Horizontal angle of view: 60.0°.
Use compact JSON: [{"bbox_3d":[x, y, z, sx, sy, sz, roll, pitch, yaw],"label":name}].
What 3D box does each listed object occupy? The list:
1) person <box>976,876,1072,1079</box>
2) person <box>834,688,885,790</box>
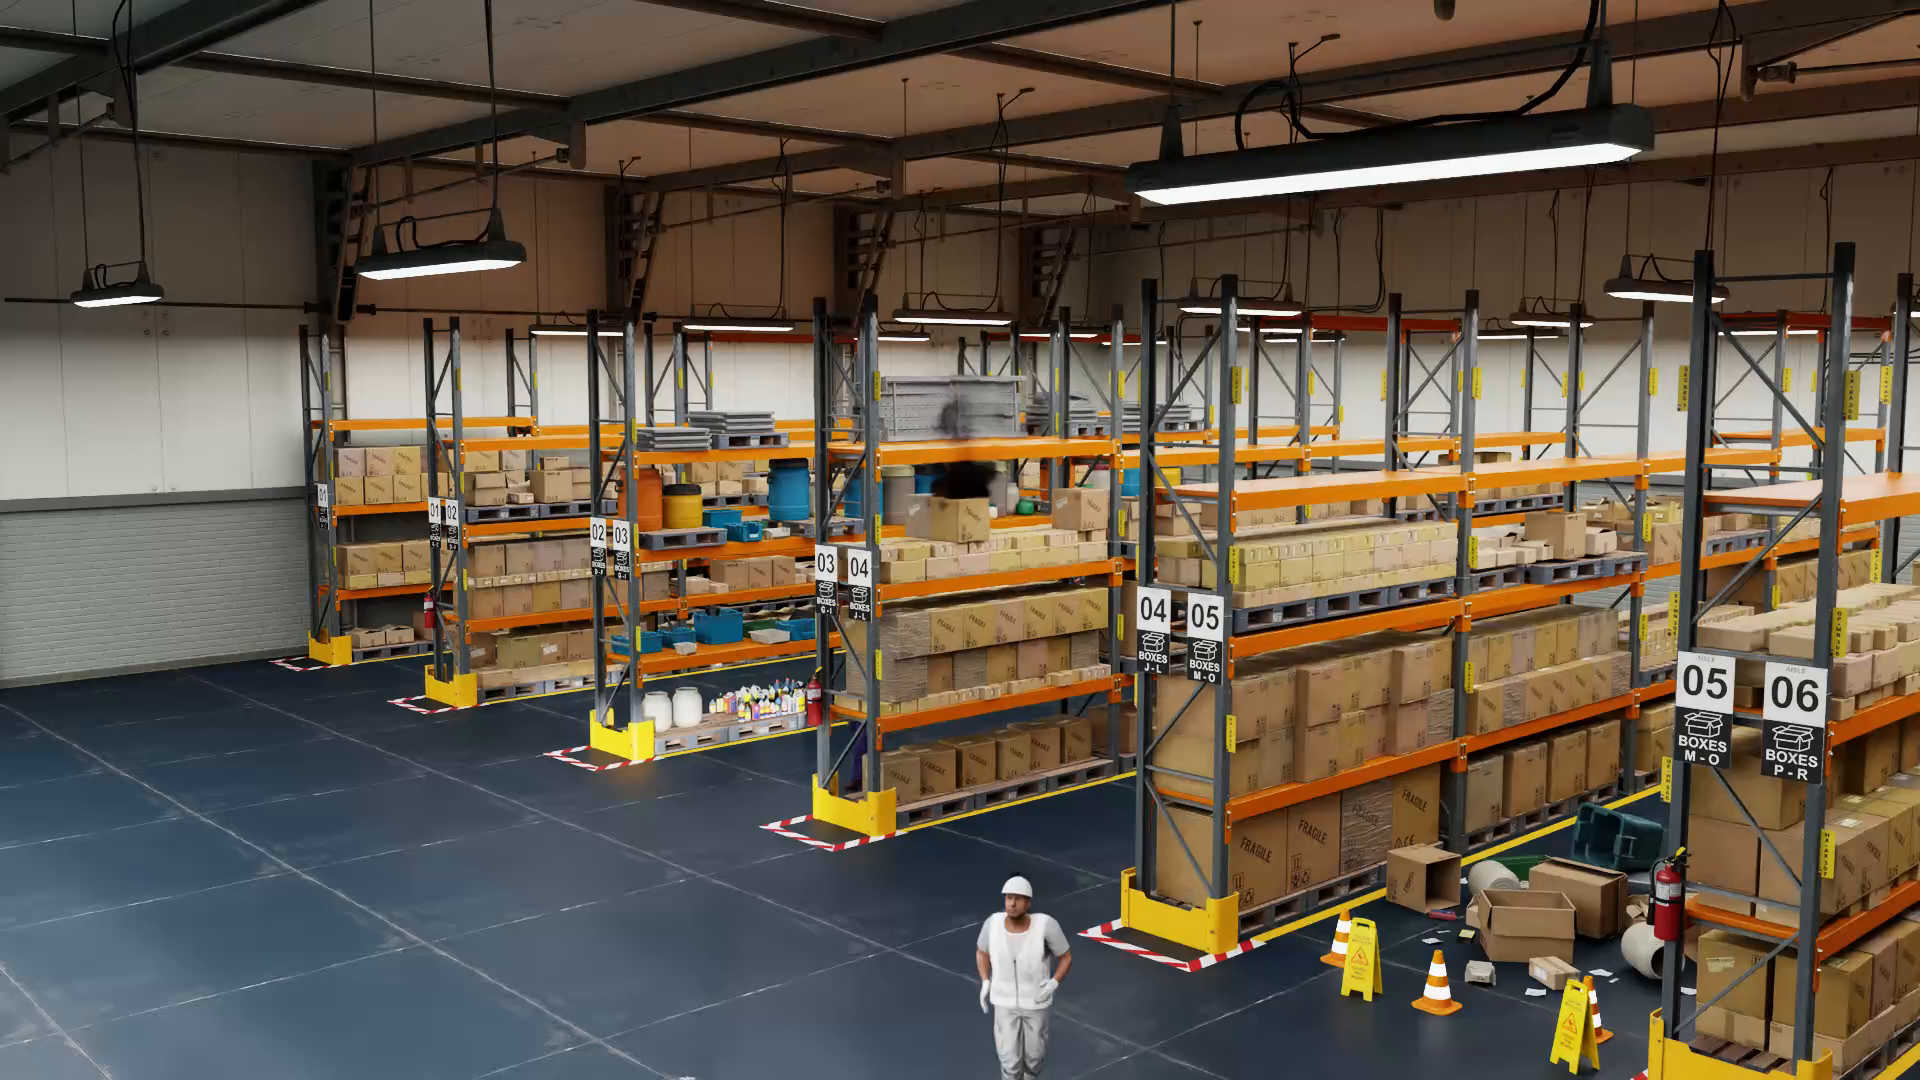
[{"bbox_3d":[0.425,3.156,11.363,0.674,1.768,0.749,1,6,10],"label":"person"},{"bbox_3d":[-1.180,2.256,20.884,0.592,1.625,0.886,5,7,39],"label":"person"}]
